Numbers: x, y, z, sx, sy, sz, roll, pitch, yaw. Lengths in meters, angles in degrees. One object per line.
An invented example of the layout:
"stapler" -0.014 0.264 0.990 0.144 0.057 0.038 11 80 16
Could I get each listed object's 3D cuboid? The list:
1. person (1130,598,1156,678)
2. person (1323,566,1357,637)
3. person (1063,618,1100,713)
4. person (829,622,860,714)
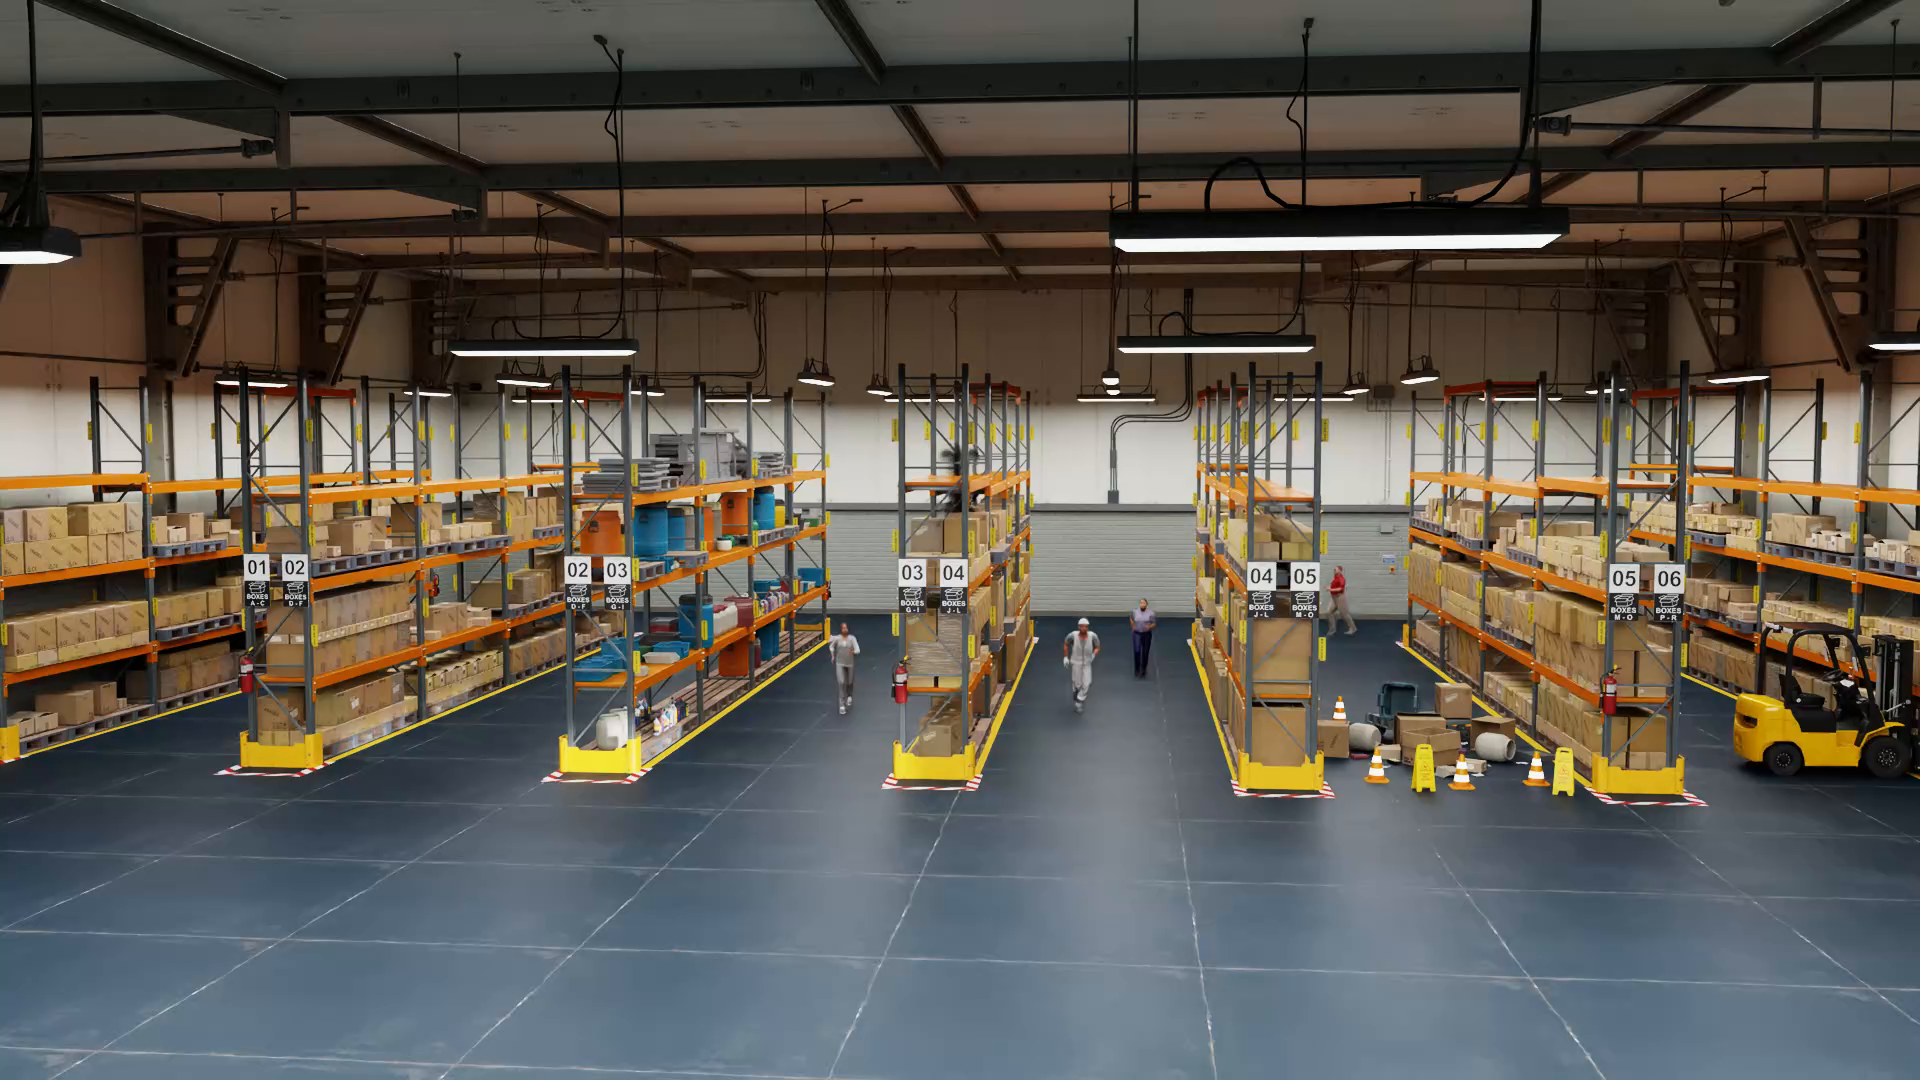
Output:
"person" 3.761 2.012 34.186 0.505 1.665 0.788 0 4 1
"person" 9.325 1.524 40.918 0.859 1.800 0.644 0 4 -8
"person" 2.184 2.234 29.791 0.629 1.712 0.718 -1 4 -10
"person" -2.070 2.266 29.851 0.546 1.589 0.874 0 4 -4
